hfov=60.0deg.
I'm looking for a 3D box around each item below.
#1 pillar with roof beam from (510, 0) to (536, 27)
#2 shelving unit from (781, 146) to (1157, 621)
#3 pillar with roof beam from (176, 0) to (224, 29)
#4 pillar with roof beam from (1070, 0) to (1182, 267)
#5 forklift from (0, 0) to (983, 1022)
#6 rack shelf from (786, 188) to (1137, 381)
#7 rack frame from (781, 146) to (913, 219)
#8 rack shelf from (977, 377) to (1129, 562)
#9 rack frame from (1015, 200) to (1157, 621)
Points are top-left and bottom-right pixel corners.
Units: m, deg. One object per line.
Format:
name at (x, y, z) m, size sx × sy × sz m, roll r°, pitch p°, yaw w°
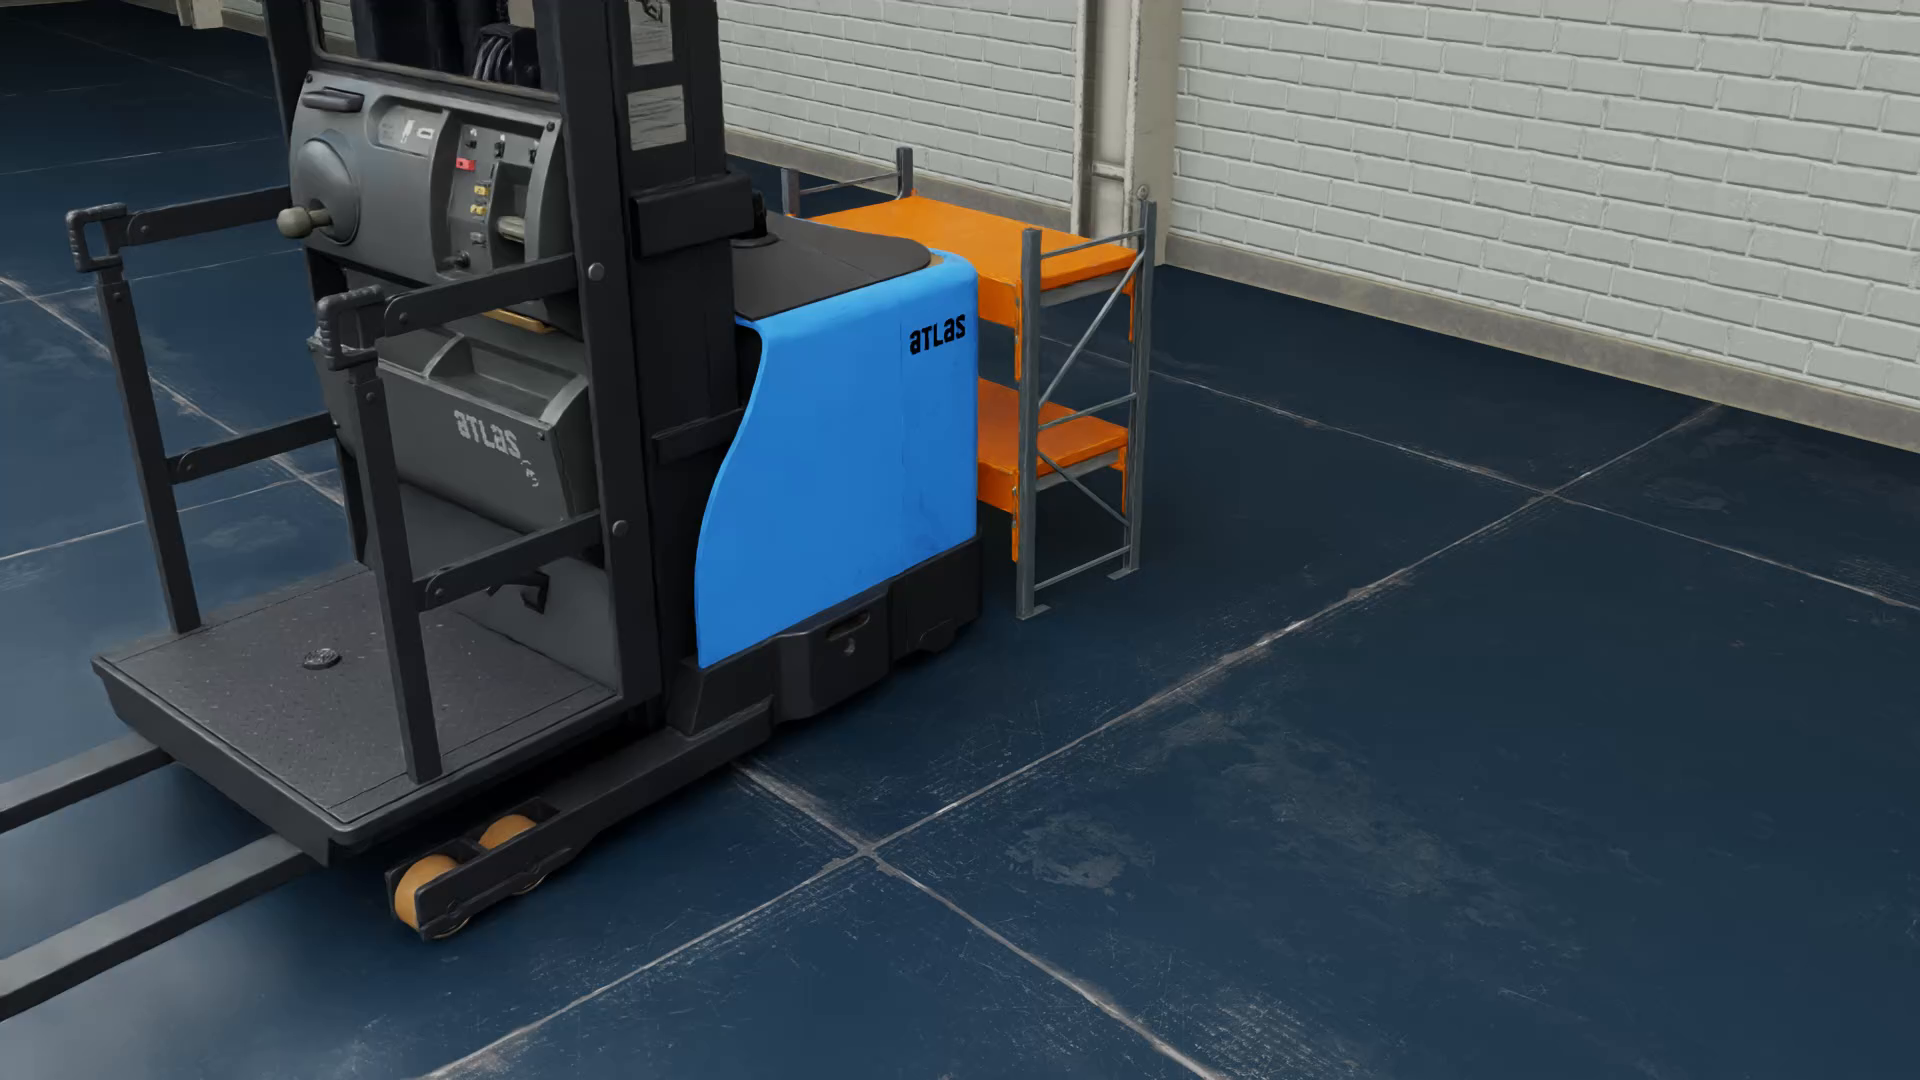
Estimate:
pillar with roof beam at (-6.449, -6.090, 7.758) m, size 9.100 × 9.000 × 0.400 m, roll -21°, pitch 32°, yaw -38°
shelving unit at (0.005, -0.510, 5.012) m, size 0.538 × 1.125 × 1.048 m, roll -21°, pitch 32°, yaw -38°
pillar with roof beam at (-10.550, -7.908, 11.742) m, size 9.100 × 9.000 × 0.400 m, roll -21°, pitch 32°, yaw -38°
pillar with roof beam at (-2.348, -4.272, 3.773) m, size 9.100 × 9.000 × 0.400 m, roll -21°, pitch 32°, yaw -38°
forklift at (-1.277, -0.746, 3.354) m, size 1.130 × 2.935 × 3.031 m, roll 20°, pitch 31°, yaw 36°
rack shelf at (0.005, -0.776, 4.891) m, size 0.538 × 0.278 × 1.000 m, roll -21°, pitch 32°, yaw -38°
rack frame at (-0.343, -0.664, 5.350) m, size 0.500 × 1.125 × 0.032 m, roll -21°, pitch 32°, yaw -38°
rack shelf at (0.005, -0.287, 5.114) m, size 0.538 × 0.278 × 1.000 m, roll -21°, pitch 32°, yaw -38°
rack frame at (0.352, -0.356, 4.674) m, size 0.500 × 1.125 × 0.032 m, roll -21°, pitch 32°, yaw -38°
